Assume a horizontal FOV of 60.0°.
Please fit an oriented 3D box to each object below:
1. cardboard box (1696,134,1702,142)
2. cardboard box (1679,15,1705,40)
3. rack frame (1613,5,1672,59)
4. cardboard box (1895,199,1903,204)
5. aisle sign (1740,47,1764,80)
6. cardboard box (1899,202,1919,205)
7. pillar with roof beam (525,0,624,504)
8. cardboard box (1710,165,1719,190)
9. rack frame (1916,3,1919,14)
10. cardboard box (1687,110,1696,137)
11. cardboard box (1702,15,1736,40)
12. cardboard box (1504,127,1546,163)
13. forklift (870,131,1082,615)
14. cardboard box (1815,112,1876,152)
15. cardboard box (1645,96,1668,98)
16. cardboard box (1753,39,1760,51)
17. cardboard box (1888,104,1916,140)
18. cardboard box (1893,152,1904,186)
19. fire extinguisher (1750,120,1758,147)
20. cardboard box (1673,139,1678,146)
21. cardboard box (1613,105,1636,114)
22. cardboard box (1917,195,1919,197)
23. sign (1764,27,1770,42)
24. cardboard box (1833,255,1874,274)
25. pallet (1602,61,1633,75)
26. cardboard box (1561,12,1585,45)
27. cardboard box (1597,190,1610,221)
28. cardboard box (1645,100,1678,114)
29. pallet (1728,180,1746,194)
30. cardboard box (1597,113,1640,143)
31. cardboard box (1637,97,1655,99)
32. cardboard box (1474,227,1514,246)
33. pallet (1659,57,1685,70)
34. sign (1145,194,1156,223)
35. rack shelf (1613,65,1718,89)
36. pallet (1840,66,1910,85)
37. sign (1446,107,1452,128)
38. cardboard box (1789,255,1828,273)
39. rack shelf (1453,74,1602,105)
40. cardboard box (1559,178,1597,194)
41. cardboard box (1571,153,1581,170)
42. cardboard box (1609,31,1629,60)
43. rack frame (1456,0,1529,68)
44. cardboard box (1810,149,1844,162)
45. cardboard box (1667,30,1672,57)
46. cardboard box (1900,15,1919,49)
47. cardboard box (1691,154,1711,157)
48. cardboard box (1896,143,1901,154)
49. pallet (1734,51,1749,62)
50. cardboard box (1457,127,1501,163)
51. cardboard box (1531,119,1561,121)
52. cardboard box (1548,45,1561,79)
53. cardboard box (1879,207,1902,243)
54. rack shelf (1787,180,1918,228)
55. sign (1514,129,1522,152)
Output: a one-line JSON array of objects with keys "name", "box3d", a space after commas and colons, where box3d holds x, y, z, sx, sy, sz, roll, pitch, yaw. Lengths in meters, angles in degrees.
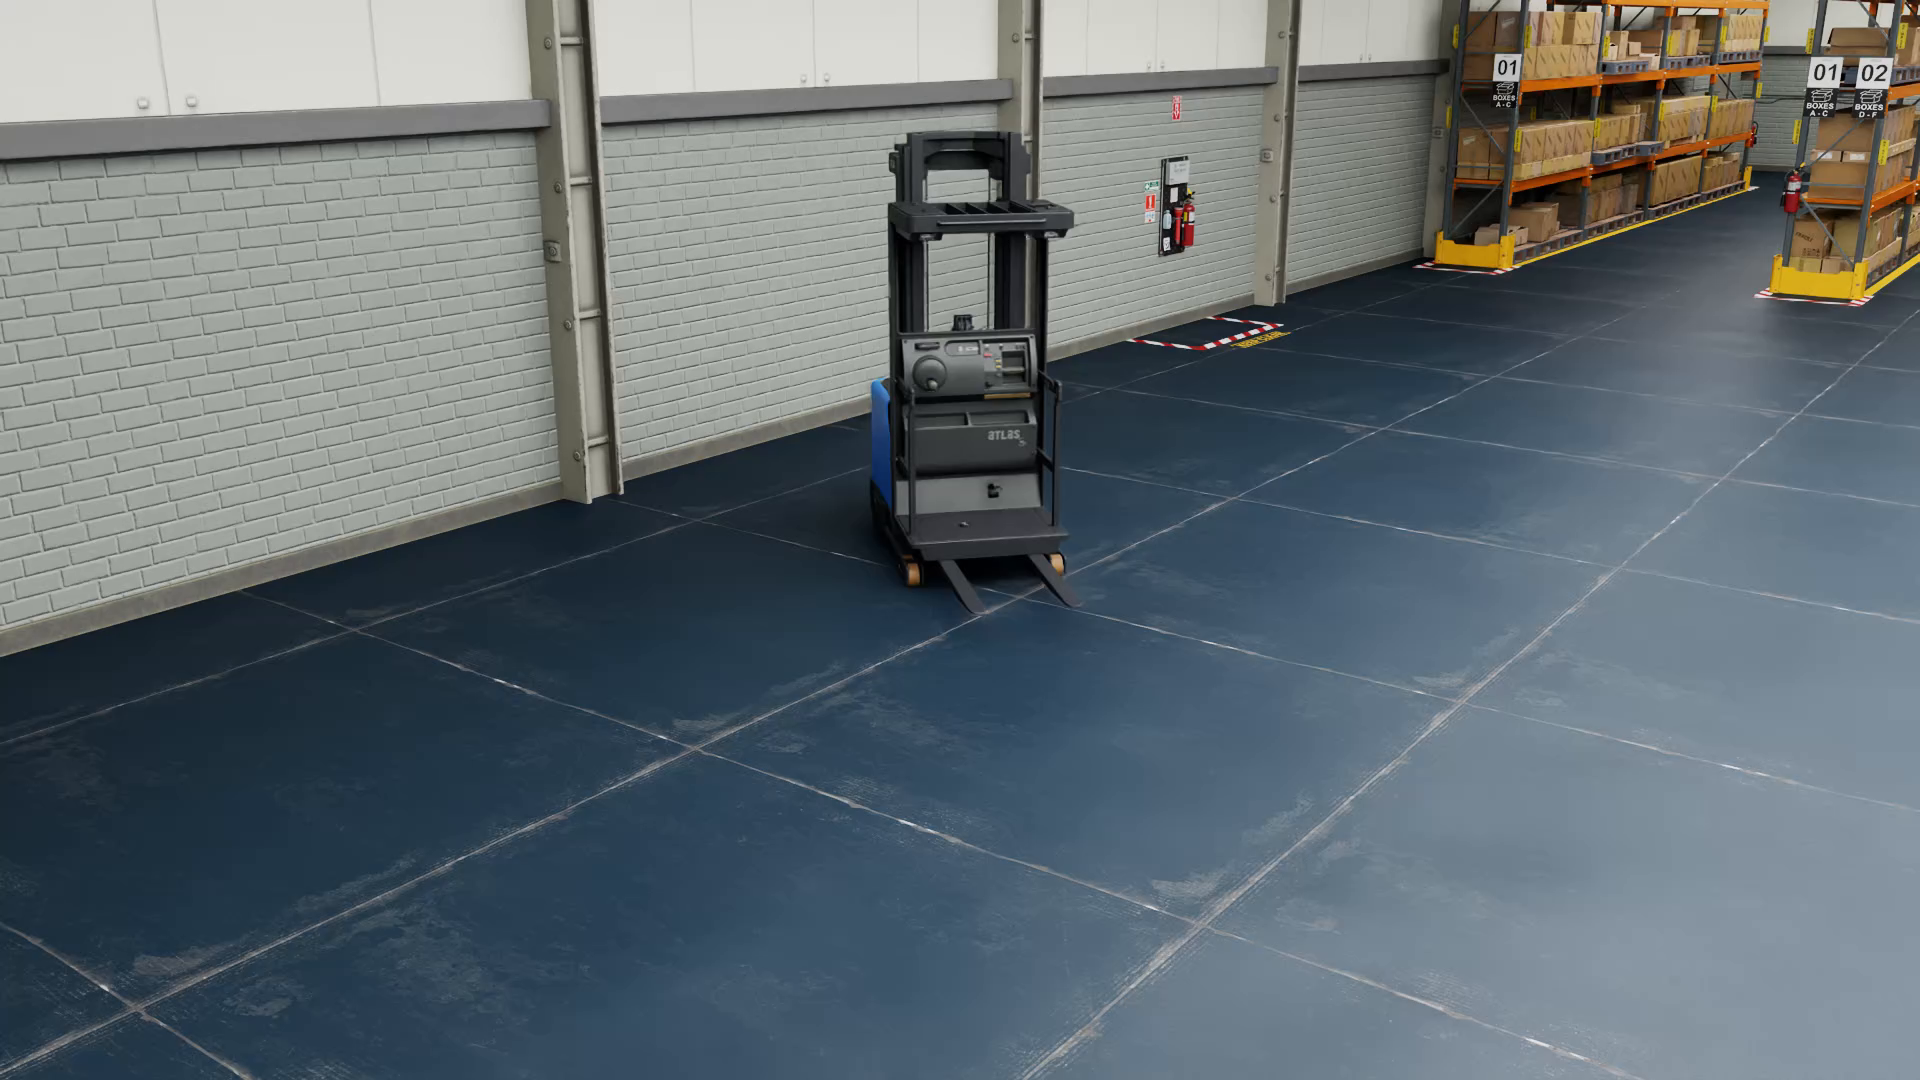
[{"name": "cardboard box", "box3d": [15.090, -8.311, 34.340, 0.380, 0.149, 0.250, 13, 21, 36]}, {"name": "cardboard box", "box3d": [15.425, -10.792, 34.991, 0.500, 0.500, 0.500, 12, 21, 34]}, {"name": "rack frame", "box3d": [12.813, -10.529, 30.976, 1.000, 3.000, 0.127, 12, 21, 35]}, {"name": "cardboard box", "box3d": [15.939, -5.745, 28.670, 0.500, 0.311, 0.500, 12, 21, 33]}, {"name": "aisle sign", "box3d": [17.863, -10.775, 37.500, 0.394, 0.787, 0.004, 12, 21, 35]}, {"name": "cardboard box", "box3d": [16.071, -5.532, 27.982, 0.500, 0.311, 0.500, 12, 21, 34]}, {"name": "pillar with roof beam", "box3d": [0.501, -3.895, 9.614, 9.100, 9.000, 0.400, 12, 21, 35]}, {"name": "cardboard box", "box3d": [16.026, -7.903, 36.140, 0.700, 0.500, 0.500, 12, 21, 34]}, {"name": "rack frame", "box3d": [16.793, -9.655, 28.160, 1.000, 3.000, 0.127, 12, 21, 35]}, {"name": "cardboard box", "box3d": [14.521, -8.420, 33.597, 0.500, 0.500, 0.500, 12, 21, 35]}, {"name": "cardboard box", "box3d": [15.846, -10.704, 34.710, 0.500, 0.500, 0.500, 12, 21, 34]}, {"name": "cardboard box", "box3d": [8.874, -6.231, 26.206, 0.500, 0.500, 0.500, 12, 21, 35]}, {"name": "forklift", "box3d": [0.111, -1.201, 11.169, 1.130, 2.935, 3.031, -3, 18, -11]}, {"name": "cardboard box", "box3d": [12.346, -5.673, 23.098, 0.700, 0.500, 0.500, 13, 21, 35]}, {"name": "cardboard box", "box3d": [14.112, -8.865, 33.763, 0.500, 0.250, 0.500, 12, 21, 33]}, {"name": "cardboard box", "box3d": [17.356, -10.957, 36.789, 0.500, 0.250, 0.500, 13, 22, 36]}, {"name": "cardboard box", "box3d": [14.150, -6.397, 25.431, 0.700, 0.500, 0.500, 13, 21, 35]}, {"name": "cardboard box", "box3d": [13.841, -5.651, 25.215, 0.700, 0.500, 0.500, 12, 21, 34]}, {"name": "fire extinguisher", "box3d": [18.040, -9.309, 37.921, 0.296, 0.674, 0.183, 12, 21, 35]}, {"name": "cardboard box", "box3d": [14.100, -7.958, 33.203, 0.380, 0.149, 0.250, 13, 21, 35]}, {"name": "cardboard box", "box3d": [12.451, -8.065, 31.152, 0.380, 0.149, 0.250, 9, 19, 26]}, {"name": "cardboard box", "box3d": [17.294, -5.864, 29.542, 0.500, 0.500, 0.500, 14, 22, 37]}, {"name": "sign", "box3d": [18.007, -11.288, 37.117, 0.100, 0.325, 0.005, 12, 21, 35]}, {"name": "cardboard box", "box3d": [12.820, -3.980, 23.930, 0.500, 0.250, 0.500, 12, 21, 35]}, {"name": "pallet", "box3d": [10.883, -8.182, 28.793, 1.213, 0.211, 1.003, 12, 21, 35]}, {"name": "cardboard box", "box3d": [9.728, -8.253, 26.815, 0.500, 0.500, 0.500, 12, 21, 33]}, {"name": "cardboard box", "box3d": [11.458, -6.152, 30.470, 0.700, 0.500, 0.500, 13, 21, 35]}, {"name": "cardboard box", "box3d": [13.610, -8.412, 32.307, 0.500, 0.250, 0.500, 12, 21, 34]}, {"name": "pallet", "box3d": [17.166, -8.033, 37.757, 1.003, 0.211, 1.213, 12, 21, 35]}, {"name": "cardboard box", "box3d": [12.229, -7.670, 30.975, 0.700, 0.500, 0.500, 10, 20, 30]}, {"name": "cardboard box", "box3d": [13.797, -8.741, 33.365, 0.500, 0.250, 0.500, 12, 21, 33]}, {"name": "cardboard box", "box3d": [8.530, -4.834, 26.543, 0.500, 0.311, 0.500, 10, 20, 29]}, {"name": "pallet", "box3d": [13.154, -9.169, 31.973, 1.213, 0.211, 1.003, 14, 22, 37]}, {"name": "sign", "box3d": [2.278, -3.971, 19.913, 0.001, 0.329, 0.234, 12, 21, 35]}, {"name": "rack shelf", "box3d": [14.004, -9.229, 33.061, 1.077, 0.370, 4.000, 12, 21, 35]}, {"name": "pallet", "box3d": [12.469, -6.438, 23.010, 1.003, 0.211, 1.213, 12, 21, 35]}, {"name": "sign", "box3d": [7.612, -6.565, 25.842, 0.100, 0.325, 0.005, 12, 21, 35]}, {"name": "cardboard box", "box3d": [12.109, -3.951, 23.839, 0.500, 0.250, 0.500, 12, 21, 35]}, {"name": "rack shelf", "box3d": [9.238, -7.324, 26.925, 1.077, 0.370, 4.000, 12, 21, 35]}, {"name": "cardboard box", "box3d": [11.114, -6.370, 29.906, 0.500, 0.250, 0.500, 12, 21, 34]}, {"name": "cardboard box", "box3d": [10.087, -6.366, 27.904, 0.500, 0.250, 0.500, 13, 21, 35]}, {"name": "cardboard box", "box3d": [11.554, -8.802, 29.595, 0.500, 0.500, 0.500, 12, 21, 33]}, {"name": "rack frame", "box3d": [8.046, -8.624, 24.840, 1.000, 3.000, 0.127, 12, 21, 35]}, {"name": "cardboard box", "box3d": [12.101, -5.366, 23.204, 0.380, 0.149, 0.250, 12, 21, 34]}, {"name": "cardboard box", "box3d": [13.329, -9.616, 32.181, 0.700, 0.500, 0.500, 11, 20, 32]}, {"name": "cardboard box", "box3d": [14.809, -7.896, 25.836, 0.500, 0.500, 0.500, 13, 21, 35]}, {"name": "cardboard box", "box3d": [16.402, -8.464, 36.856, 0.380, 0.149, 0.250, 13, 21, 35]}, {"name": "cardboard box", "box3d": [13.662, -5.790, 24.567, 0.380, 0.149, 0.250, 13, 22, 36]}, {"name": "pallet", "box3d": [16.419, -10.489, 36.055, 1.003, 0.211, 1.213, 12, 21, 35]}, {"name": "cardboard box", "box3d": [8.156, -6.204, 26.120, 0.500, 0.500, 0.500, 12, 21, 34]}, {"name": "cardboard box", "box3d": [9.981, -6.932, 28.464, 0.500, 0.500, 0.500, 12, 21, 33]}, {"name": "cardboard box", "box3d": [9.101, -7.530, 26.173, 0.500, 0.500, 0.500, 14, 22, 37]}, {"name": "cardboard box", "box3d": [14.002, -4.816, 25.359, 0.500, 0.500, 0.500, 12, 21, 35]}, {"name": "rack shelf", "box3d": [13.218, -5.017, 24.554, 1.077, 0.370, 4.000, 12, 21, 35]}, {"name": "sign", "box3d": [8.482, -6.076, 25.293, 0.100, 0.325, 0.005, 12, 21, 35]}]
